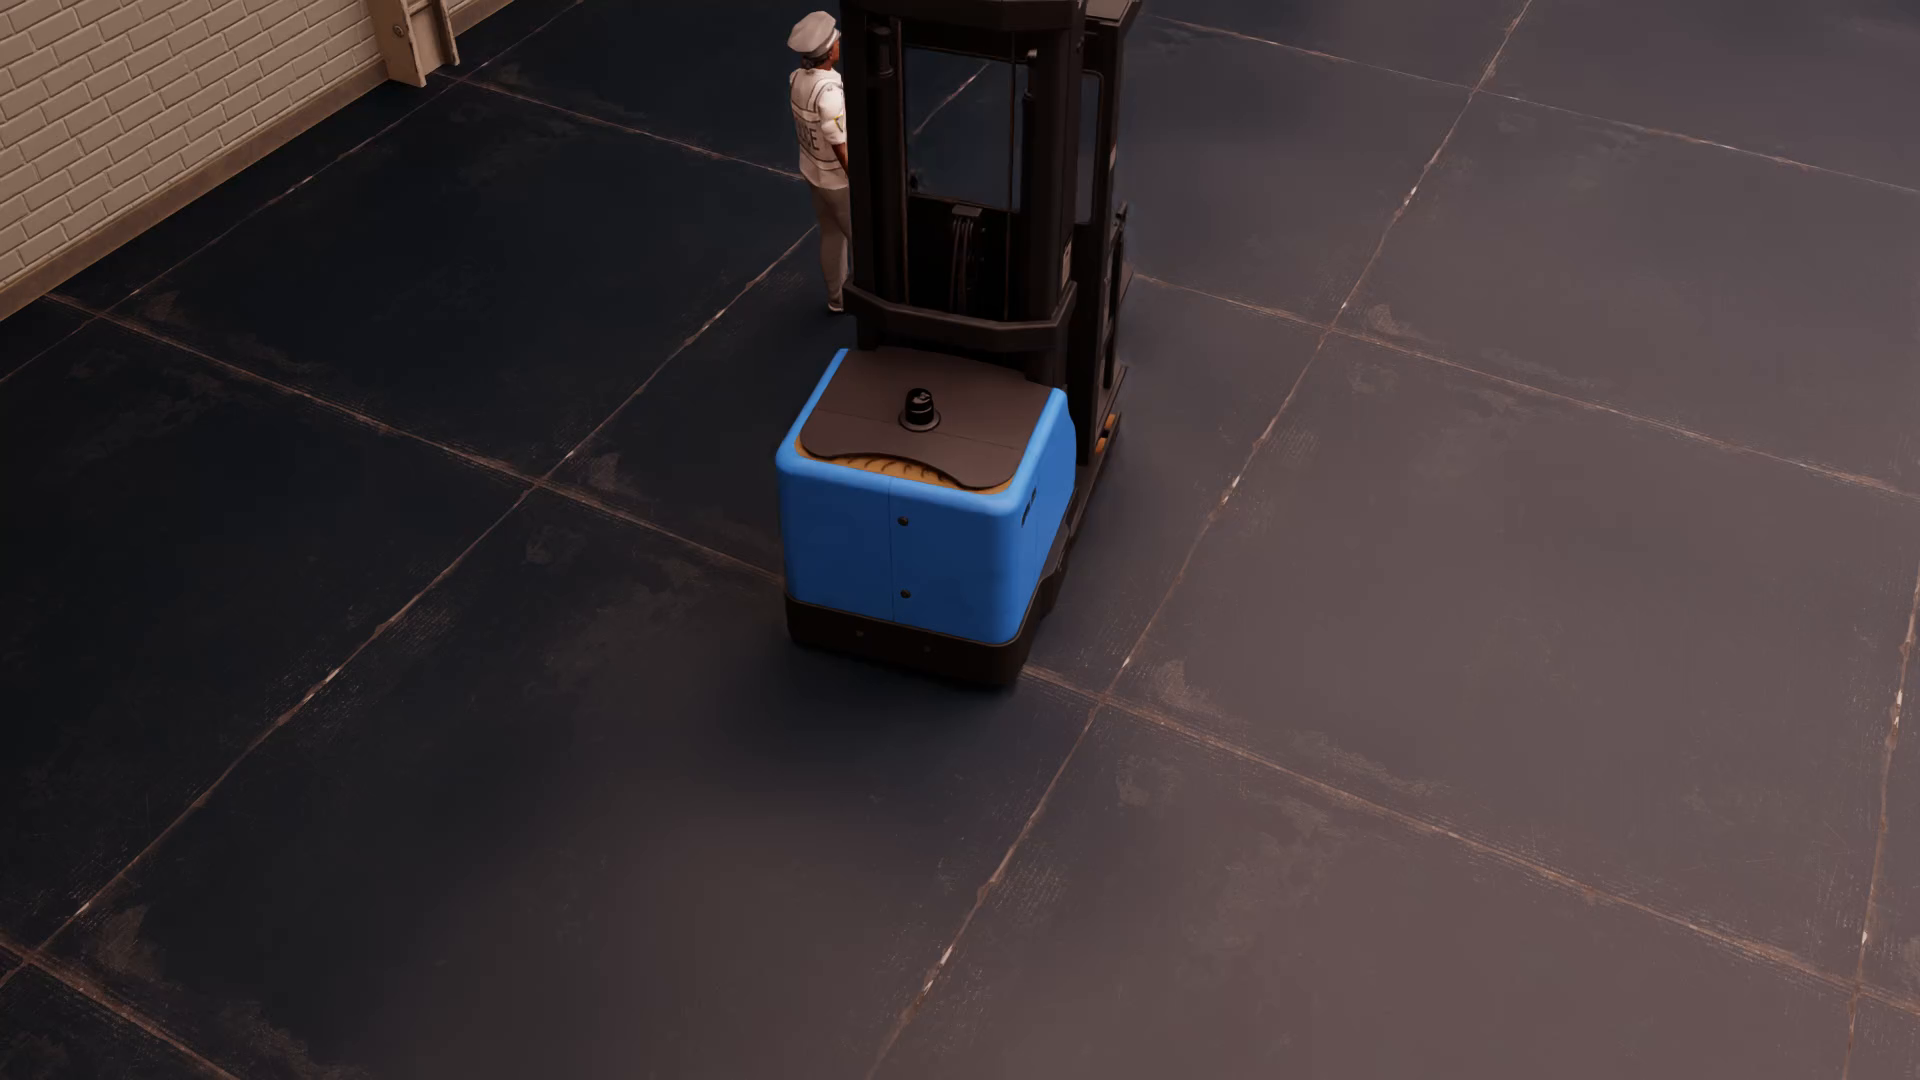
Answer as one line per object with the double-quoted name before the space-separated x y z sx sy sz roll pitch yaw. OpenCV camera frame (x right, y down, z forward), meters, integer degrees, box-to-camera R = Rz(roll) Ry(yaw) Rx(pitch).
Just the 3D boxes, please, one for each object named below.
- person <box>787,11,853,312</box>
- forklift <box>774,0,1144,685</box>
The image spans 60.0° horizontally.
"person" -0.577 -1.910 8.578 0.527 1.692 0.554 -23 48 -23
"forklift" 0.167 -1.480 7.224 1.130 2.935 3.031 12 45 12
